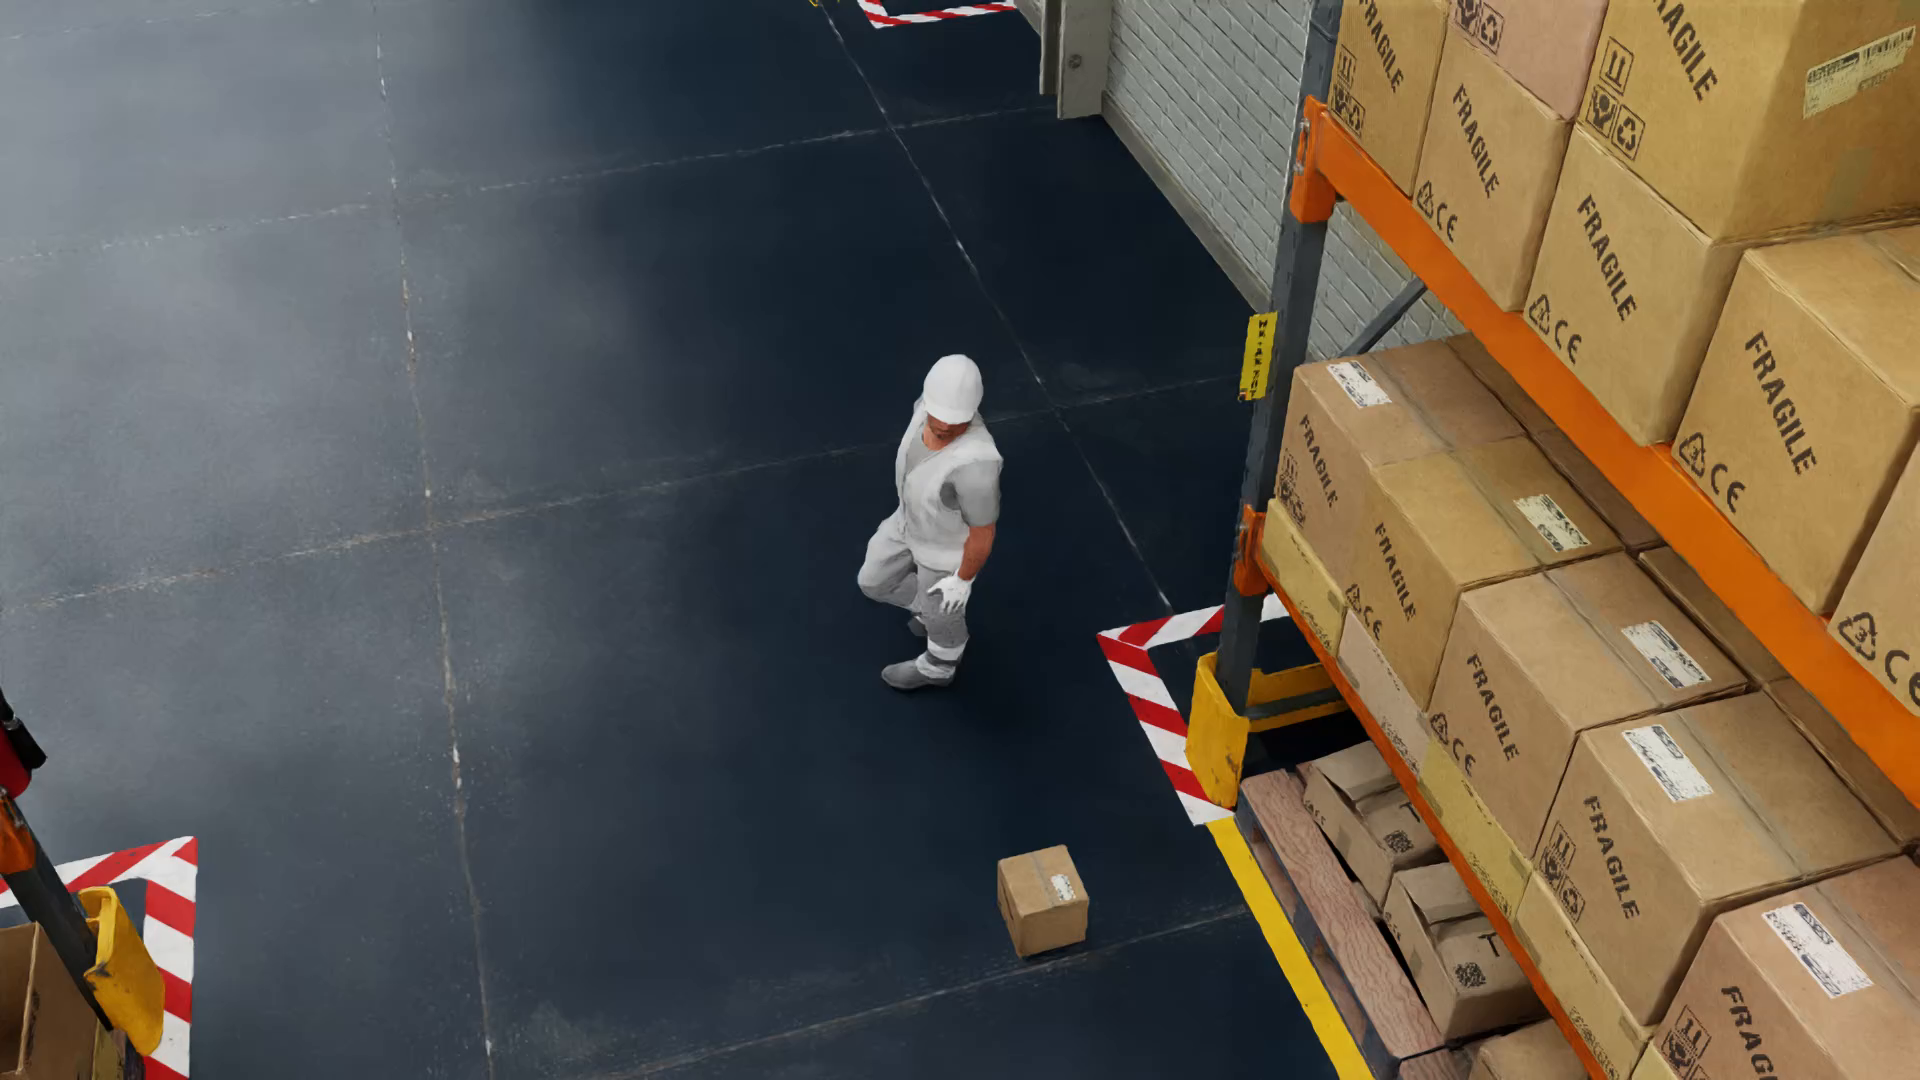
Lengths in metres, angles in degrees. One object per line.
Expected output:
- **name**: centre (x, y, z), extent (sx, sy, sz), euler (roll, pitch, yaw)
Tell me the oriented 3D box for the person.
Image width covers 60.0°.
- **person**: centre (-0.129, -0.018, 6.149), extent (0.453, 1.774, 0.729), euler (-14, 44, -16)
